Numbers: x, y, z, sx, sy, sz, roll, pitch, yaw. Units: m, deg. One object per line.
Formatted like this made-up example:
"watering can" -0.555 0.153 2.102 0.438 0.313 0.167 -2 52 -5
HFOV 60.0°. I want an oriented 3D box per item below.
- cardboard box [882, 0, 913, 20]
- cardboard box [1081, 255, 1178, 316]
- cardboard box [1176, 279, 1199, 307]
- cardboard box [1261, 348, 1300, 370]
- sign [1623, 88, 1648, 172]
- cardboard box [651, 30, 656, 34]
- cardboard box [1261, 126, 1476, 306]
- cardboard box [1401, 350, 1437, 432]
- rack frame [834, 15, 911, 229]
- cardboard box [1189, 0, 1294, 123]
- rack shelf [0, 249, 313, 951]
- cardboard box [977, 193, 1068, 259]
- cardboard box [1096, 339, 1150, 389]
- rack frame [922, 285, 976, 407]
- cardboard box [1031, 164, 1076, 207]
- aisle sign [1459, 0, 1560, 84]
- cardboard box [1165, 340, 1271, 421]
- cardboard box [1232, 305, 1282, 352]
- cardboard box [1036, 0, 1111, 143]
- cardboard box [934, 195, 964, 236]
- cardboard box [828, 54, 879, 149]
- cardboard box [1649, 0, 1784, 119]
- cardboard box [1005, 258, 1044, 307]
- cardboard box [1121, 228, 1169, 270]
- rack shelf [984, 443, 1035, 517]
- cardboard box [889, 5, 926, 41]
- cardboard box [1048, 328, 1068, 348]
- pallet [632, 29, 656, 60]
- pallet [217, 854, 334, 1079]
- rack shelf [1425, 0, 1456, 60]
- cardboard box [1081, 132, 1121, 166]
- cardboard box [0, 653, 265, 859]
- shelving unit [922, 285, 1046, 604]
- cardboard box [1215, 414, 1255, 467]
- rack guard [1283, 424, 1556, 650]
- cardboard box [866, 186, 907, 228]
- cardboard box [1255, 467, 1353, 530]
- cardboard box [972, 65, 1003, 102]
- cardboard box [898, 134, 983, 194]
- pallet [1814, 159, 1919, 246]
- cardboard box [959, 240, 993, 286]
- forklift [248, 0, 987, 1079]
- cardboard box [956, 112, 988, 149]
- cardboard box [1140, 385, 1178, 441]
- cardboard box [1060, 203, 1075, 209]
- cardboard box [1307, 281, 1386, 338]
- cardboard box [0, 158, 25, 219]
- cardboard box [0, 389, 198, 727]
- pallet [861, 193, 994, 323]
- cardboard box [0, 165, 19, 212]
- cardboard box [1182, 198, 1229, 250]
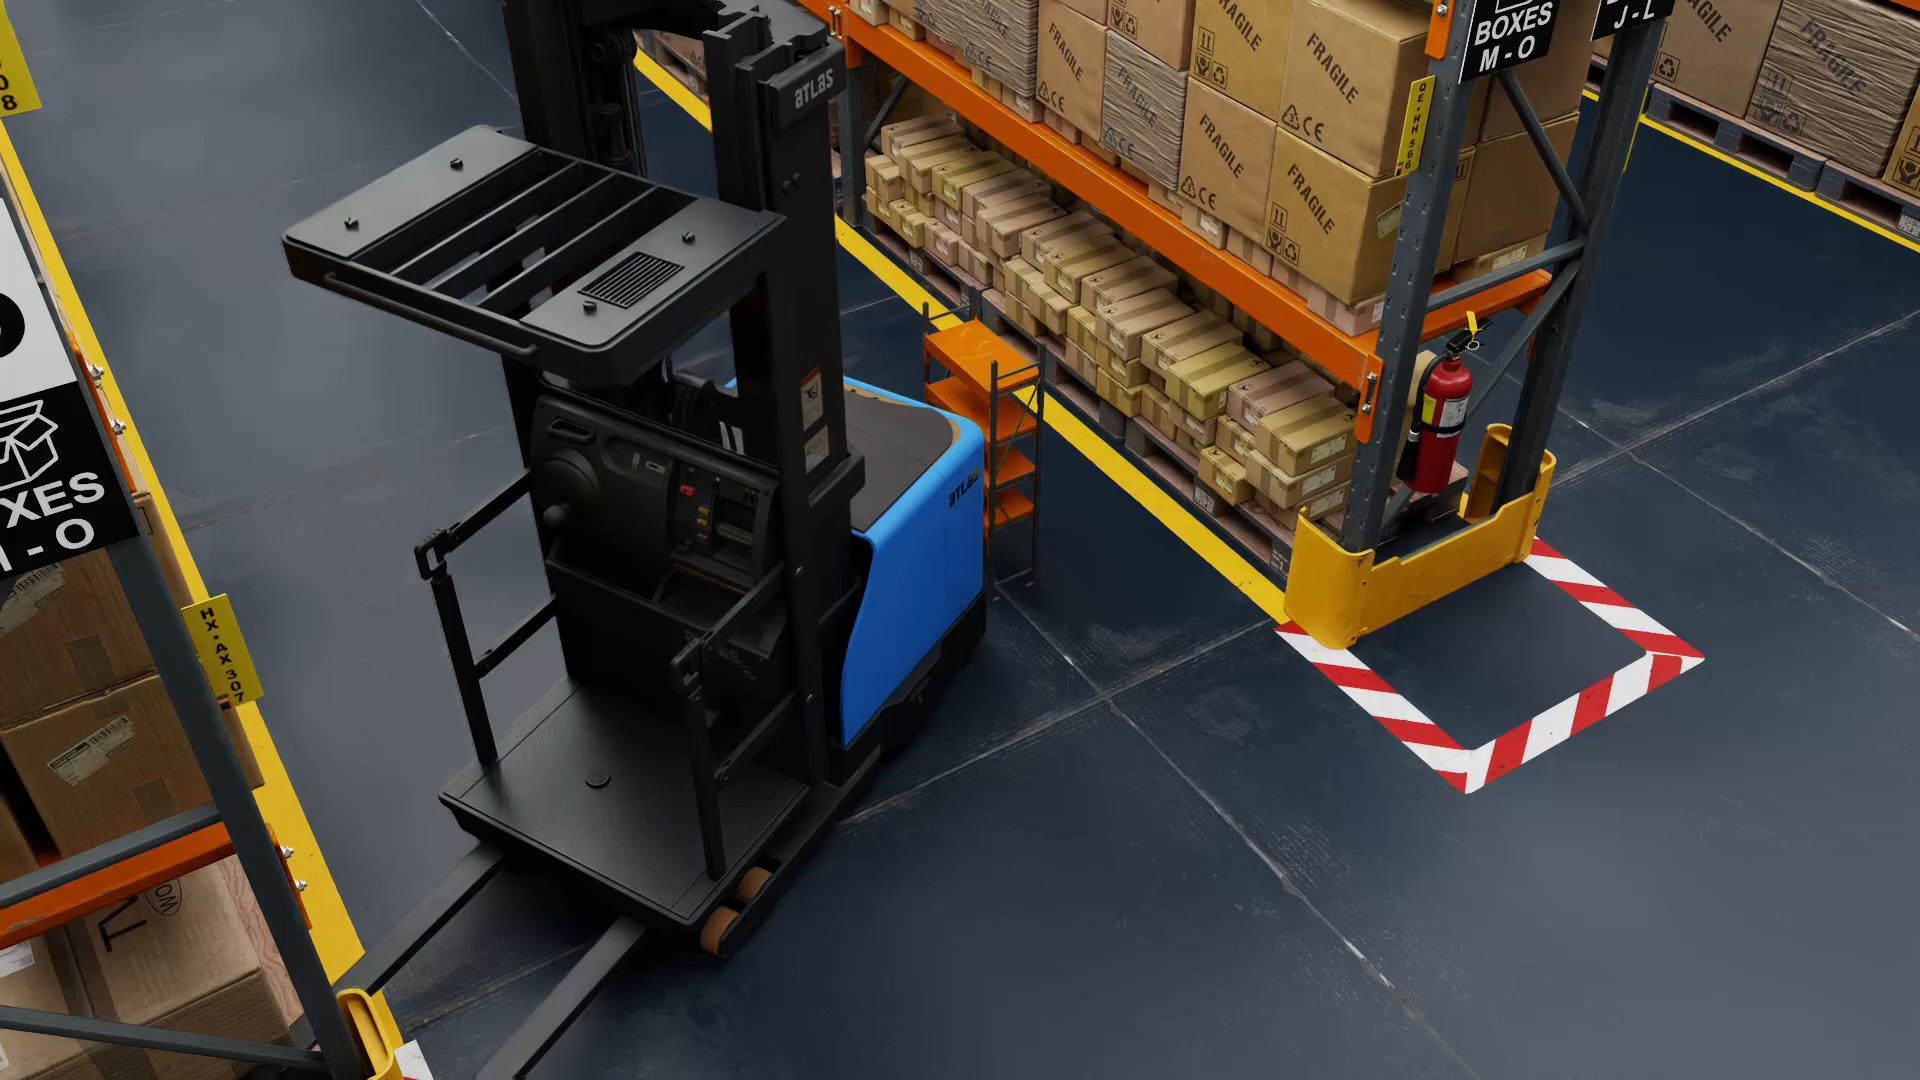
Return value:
"cardboard box" -0.154 -2.902 8.079 0.500 0.500 0.500 -23 45 -25
"cardboard box" 0.786 -1.157 7.729 0.380 0.149 0.250 -24 45 -26
"cardboard box" 1.122 -1.183 7.993 0.380 0.149 0.250 -20 44 -22
"cardboard box" 1.572 -0.765 7.491 0.380 0.149 0.250 -22 44 -24
"sign" 2.400 -1.464 5.987 0.100 0.325 0.005 -22 45 -24
"cardboard box" -1.920 -3.723 11.000 0.500 0.500 0.500 -22 44 -24
"cardboard box" 1.484 -1.251 6.097 0.500 0.500 0.500 -21 44 -24
"cardboard box" 1.948 -0.639 7.107 0.380 0.149 0.250 -24 46 -26
"rack frame" -0.208 -3.103 8.631 1.000 3.000 0.127 -22 45 -24
"cardboard box" 1.215 -1.916 6.114 0.500 0.500 0.500 -24 45 -26
"rack shelf" -3.252 0.011 5.455 1.077 0.370 4.000 -22 45 -24
"cardboard box" 0.306 -1.553 8.205 0.380 0.149 0.250 -21 44 -24
"cardboard box" 0.848 -0.866 7.613 0.380 0.149 0.250 -22 44 -24
"rack frame" -0.042 -0.503 6.917 0.240 1.200 0.015 -22 45 -24
"cardboard box" 0.587 -1.872 8.588 0.380 0.149 0.250 -21 44 -23
"aisle sign" 1.729 -1.800 5.036 0.394 0.787 0.004 -22 45 -24
"cardboard box" 1.111 -0.689 7.168 0.380 0.149 0.250 -23 45 -25
"cardboard box" 1.467 -1.031 7.579 0.380 0.149 0.250 -24 46 -26
"cardboard box" 0.672 -2.074 7.085 0.500 0.500 0.500 -20 44 -22
"cardboard box" 0.090 -1.753 8.677 0.380 0.149 0.250 -22 45 -25
"cardboard box" -0.818 -2.617 9.672 0.500 0.500 0.500 -23 45 -25
"cardboard box" 4.800 -3.231 10.116 0.875 0.875 0.875 -22 45 -24
"cardboard box" 0.443 -1.292 8.123 0.380 0.149 0.250 -23 45 -25
"cardboard box" 1.007 -1.445 8.075 0.380 0.149 0.250 -22 45 -24
"rack shelf" 0.089 -0.320 6.802 0.258 0.148 0.480 -22 45 -24
"cardboard box" -0.130 -2.627 8.256 0.380 0.149 0.250 -21 44 -23
"cardboard box" 0.654 -1.060 8.078 0.380 0.149 0.250 -21 44 -23
"pallet" -1.940 -3.769 11.608 1.003 0.211 1.213 -22 45 -24
"pallet" -2.672 1.481 5.308 1.003 0.211 1.213 -22 45 -24
"rack shelf" 0.867 -2.900 6.605 1.077 0.370 4.000 -22 45 -24
"cardboard box" 0.754 -1.789 7.251 0.380 0.149 0.250 -21 44 -24
"cardboard box" -2.192 0.418 4.327 0.500 0.500 0.500 -23 45 -25
"shelving unit" 0.089 -0.372 6.759 0.258 1.200 0.503 -22 45 -24
"cardboard box" 1.323 -0.471 7.138 0.380 0.149 0.250 -23 45 -25
"rack guard" 1.902 -0.025 6.889 1.175 0.500 0.348 -22 45 -24
"cardboard box" -0.283 -1.862 9.040 0.380 0.149 0.250 -24 46 -26
"cardboard box" 1.484 -0.223 7.073 0.380 0.149 0.250 -21 44 -24
"cardboard box" 0.279 -2.194 7.736 0.380 0.149 0.250 -21 44 -24
"cardboard box" -0.099 -1.971 8.707 0.380 0.149 0.250 -20 44 -22
"pallet" 5.683 -1.930 9.402 1.003 0.211 1.213 -22 45 -24
"cardboard box" 0.216 -1.482 8.585 0.380 0.149 0.250 -23 45 -25
"forklift" -1.077 -0.073 5.047 1.130 2.935 3.031 21 44 23
"cardboard box" 0.203 -2.295 9.096 0.380 0.149 0.250 -21 44 -23
"cardboard box" 1.047 -0.628 7.559 0.380 0.149 0.250 -22 44 -24
"cardboard box" 0.596 -1.773 8.702 0.380 0.149 0.250 -22 44 -24
"cardboard box" 1.529 -0.926 6.215 0.380 0.149 0.250 -22 45 -24
"cardboard box" -3.030 -0.786 4.991 0.500 0.500 0.500 -22 45 -24
"cardboard box" -2.194 0.035 4.006 0.500 0.500 0.500 -23 45 -25
"pallet" 0.183 -1.682 9.103 1.003 0.211 1.213 -22 45 -24
"cardboard box" -2.932 -0.996 4.736 0.380 0.149 0.250 -23 45 -25
"cardboard box" 1.123 -1.333 6.703 0.380 0.149 0.250 -21 44 -23
